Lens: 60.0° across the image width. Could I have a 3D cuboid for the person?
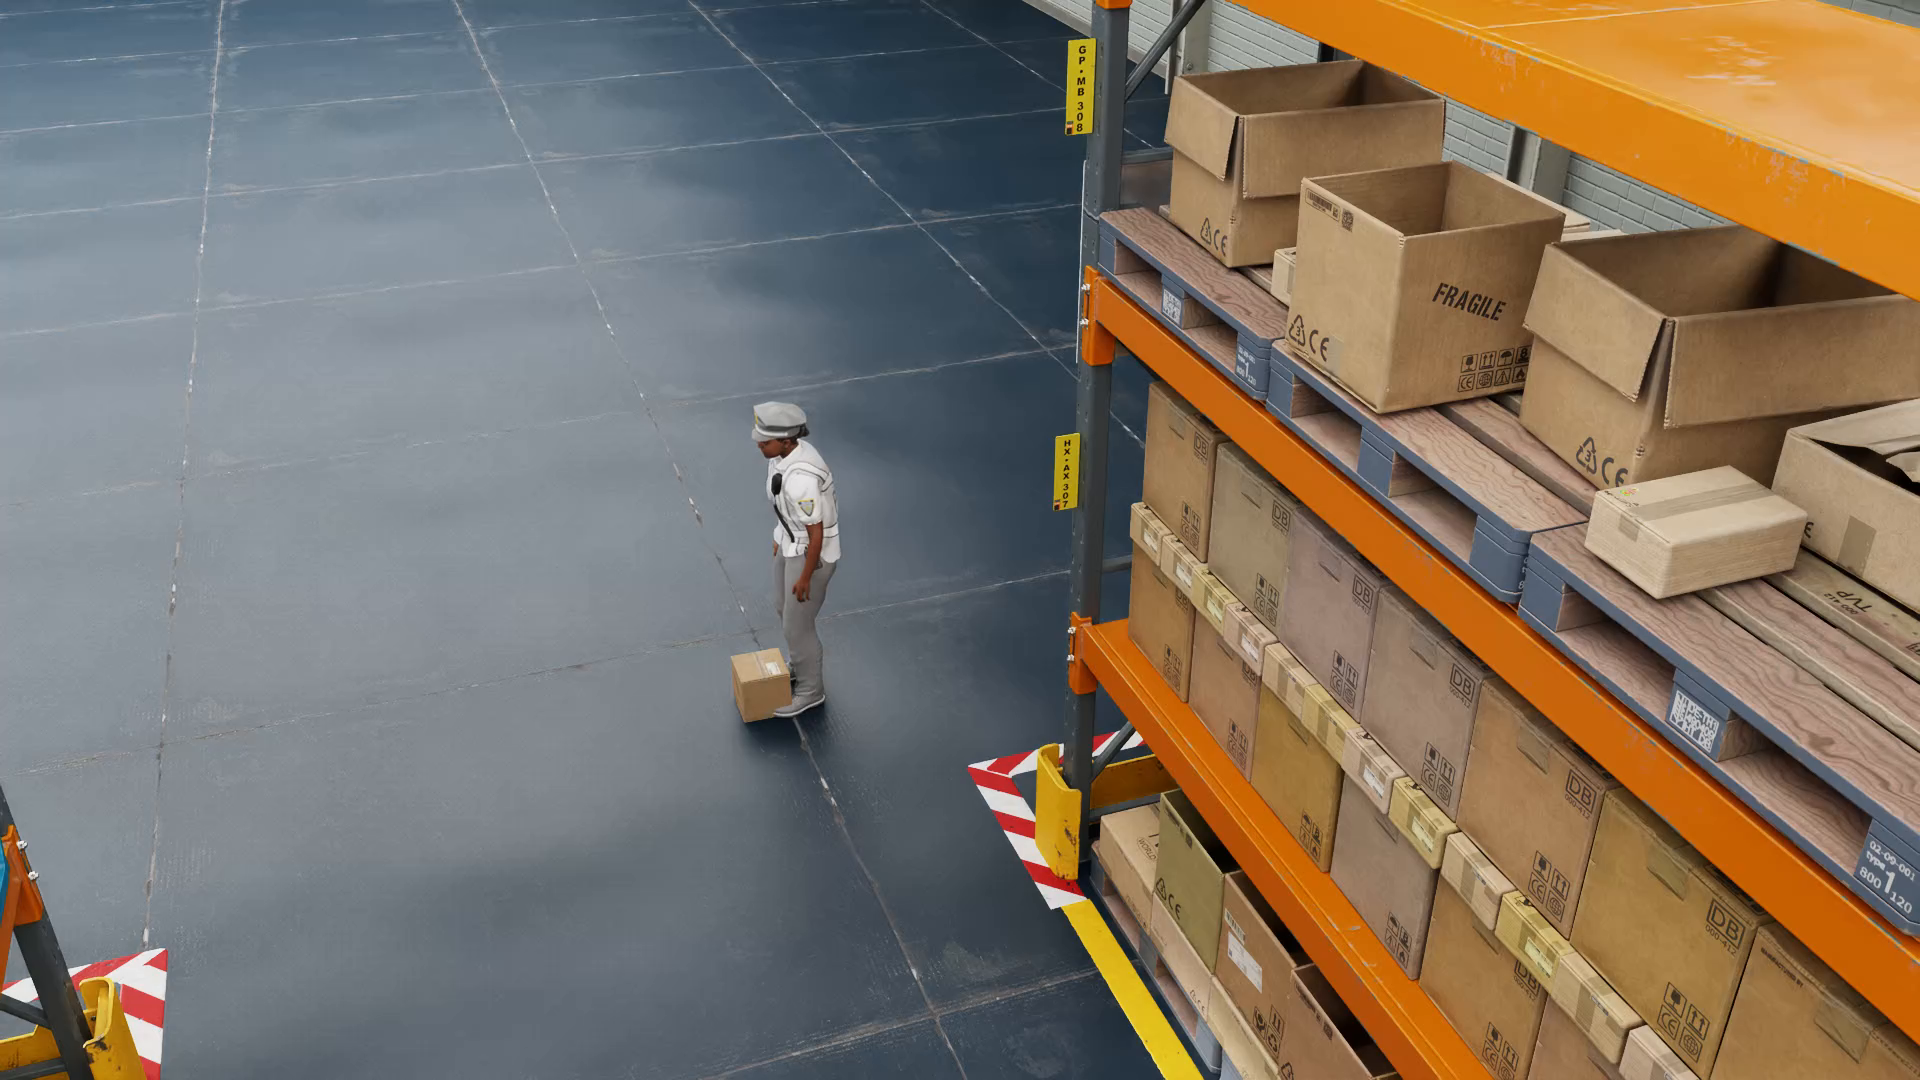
[{"bbox_3d":[-0.807,0.082,8.195,0.415,1.659,0.505,-10,32,-17],"label":"person"}]
